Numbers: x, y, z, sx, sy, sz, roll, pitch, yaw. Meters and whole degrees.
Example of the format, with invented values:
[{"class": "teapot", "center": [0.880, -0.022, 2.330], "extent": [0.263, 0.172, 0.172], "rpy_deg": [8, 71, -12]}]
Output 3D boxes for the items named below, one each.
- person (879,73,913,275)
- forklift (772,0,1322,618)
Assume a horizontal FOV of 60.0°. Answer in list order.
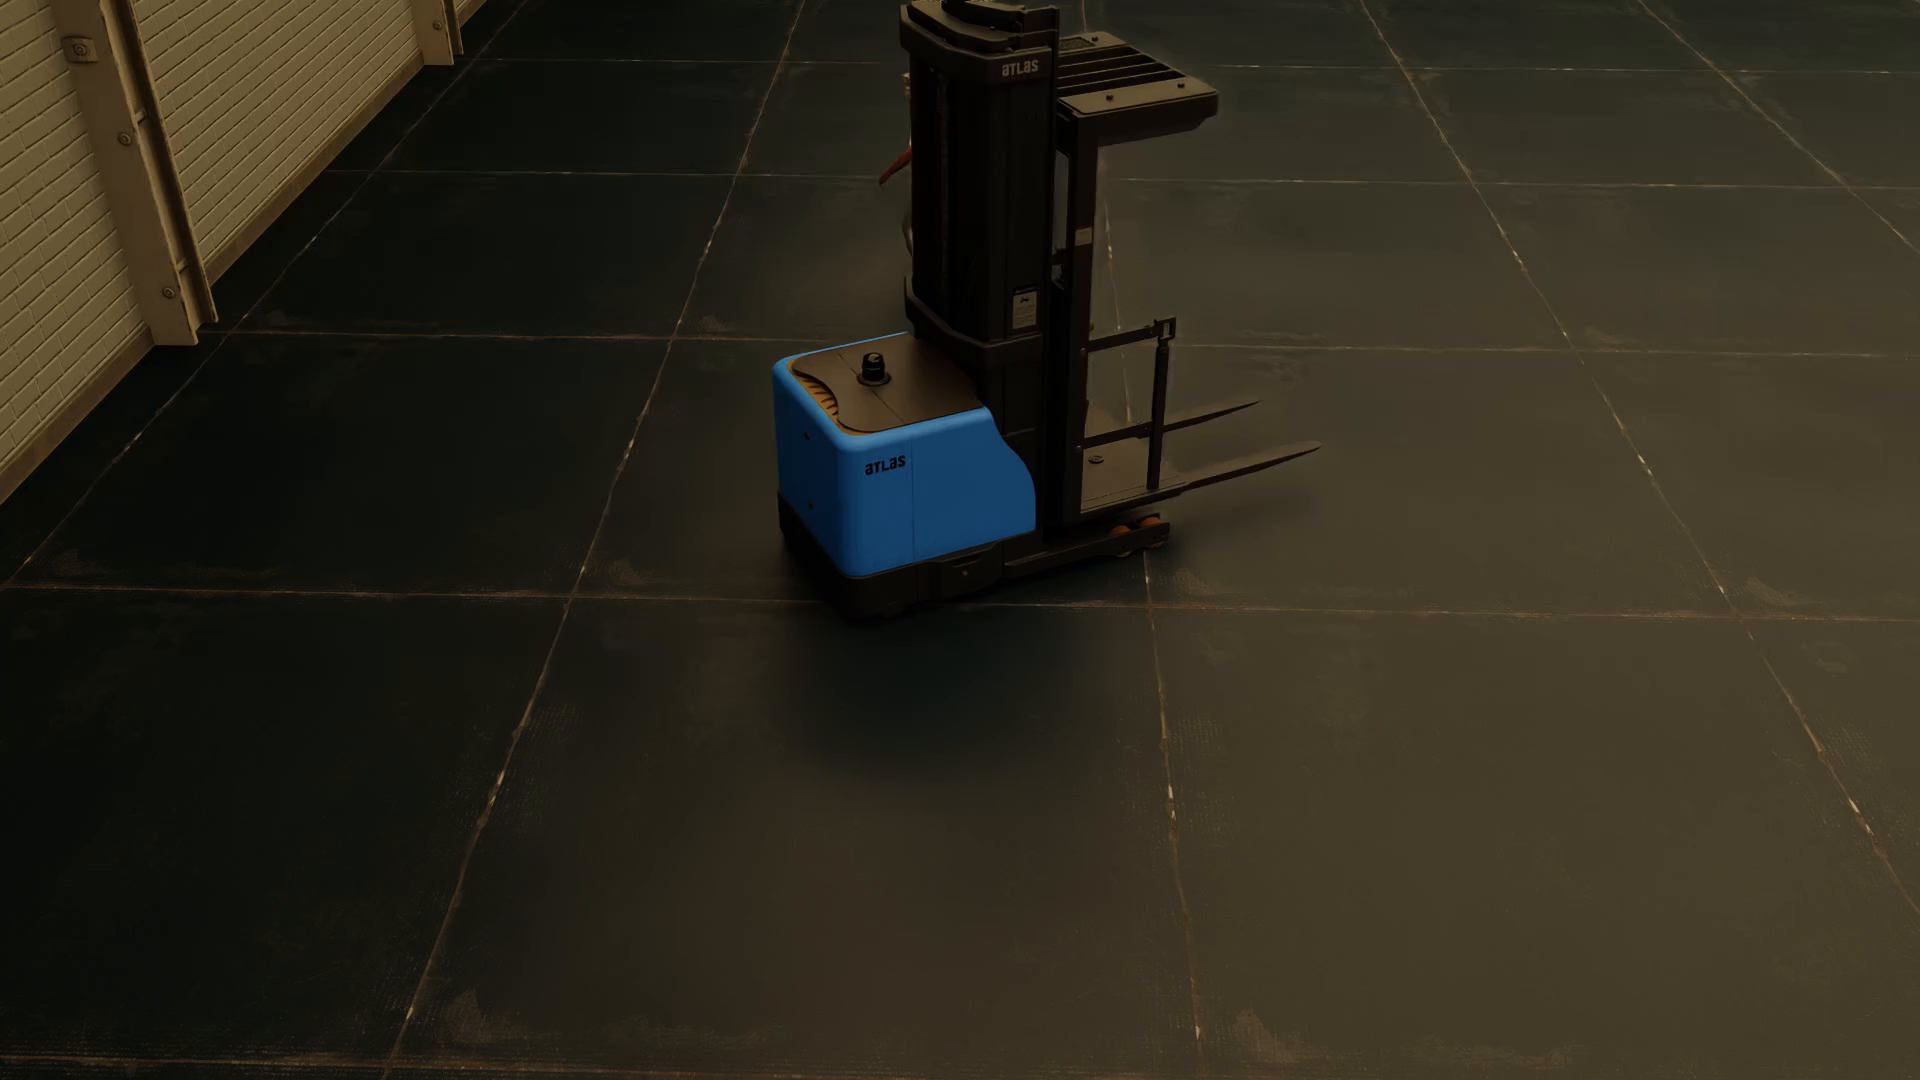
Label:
[{"class": "person", "center": [-0.118, -2.517, 11.631], "extent": [0.504, 1.532, 0.908], "rpy_deg": [28, 43, 36]}, {"class": "forklift", "center": [0.570, -1.379, 8.528], "extent": [3.031, 2.935, 1.130], "rpy_deg": [-15, 36, -22]}]
